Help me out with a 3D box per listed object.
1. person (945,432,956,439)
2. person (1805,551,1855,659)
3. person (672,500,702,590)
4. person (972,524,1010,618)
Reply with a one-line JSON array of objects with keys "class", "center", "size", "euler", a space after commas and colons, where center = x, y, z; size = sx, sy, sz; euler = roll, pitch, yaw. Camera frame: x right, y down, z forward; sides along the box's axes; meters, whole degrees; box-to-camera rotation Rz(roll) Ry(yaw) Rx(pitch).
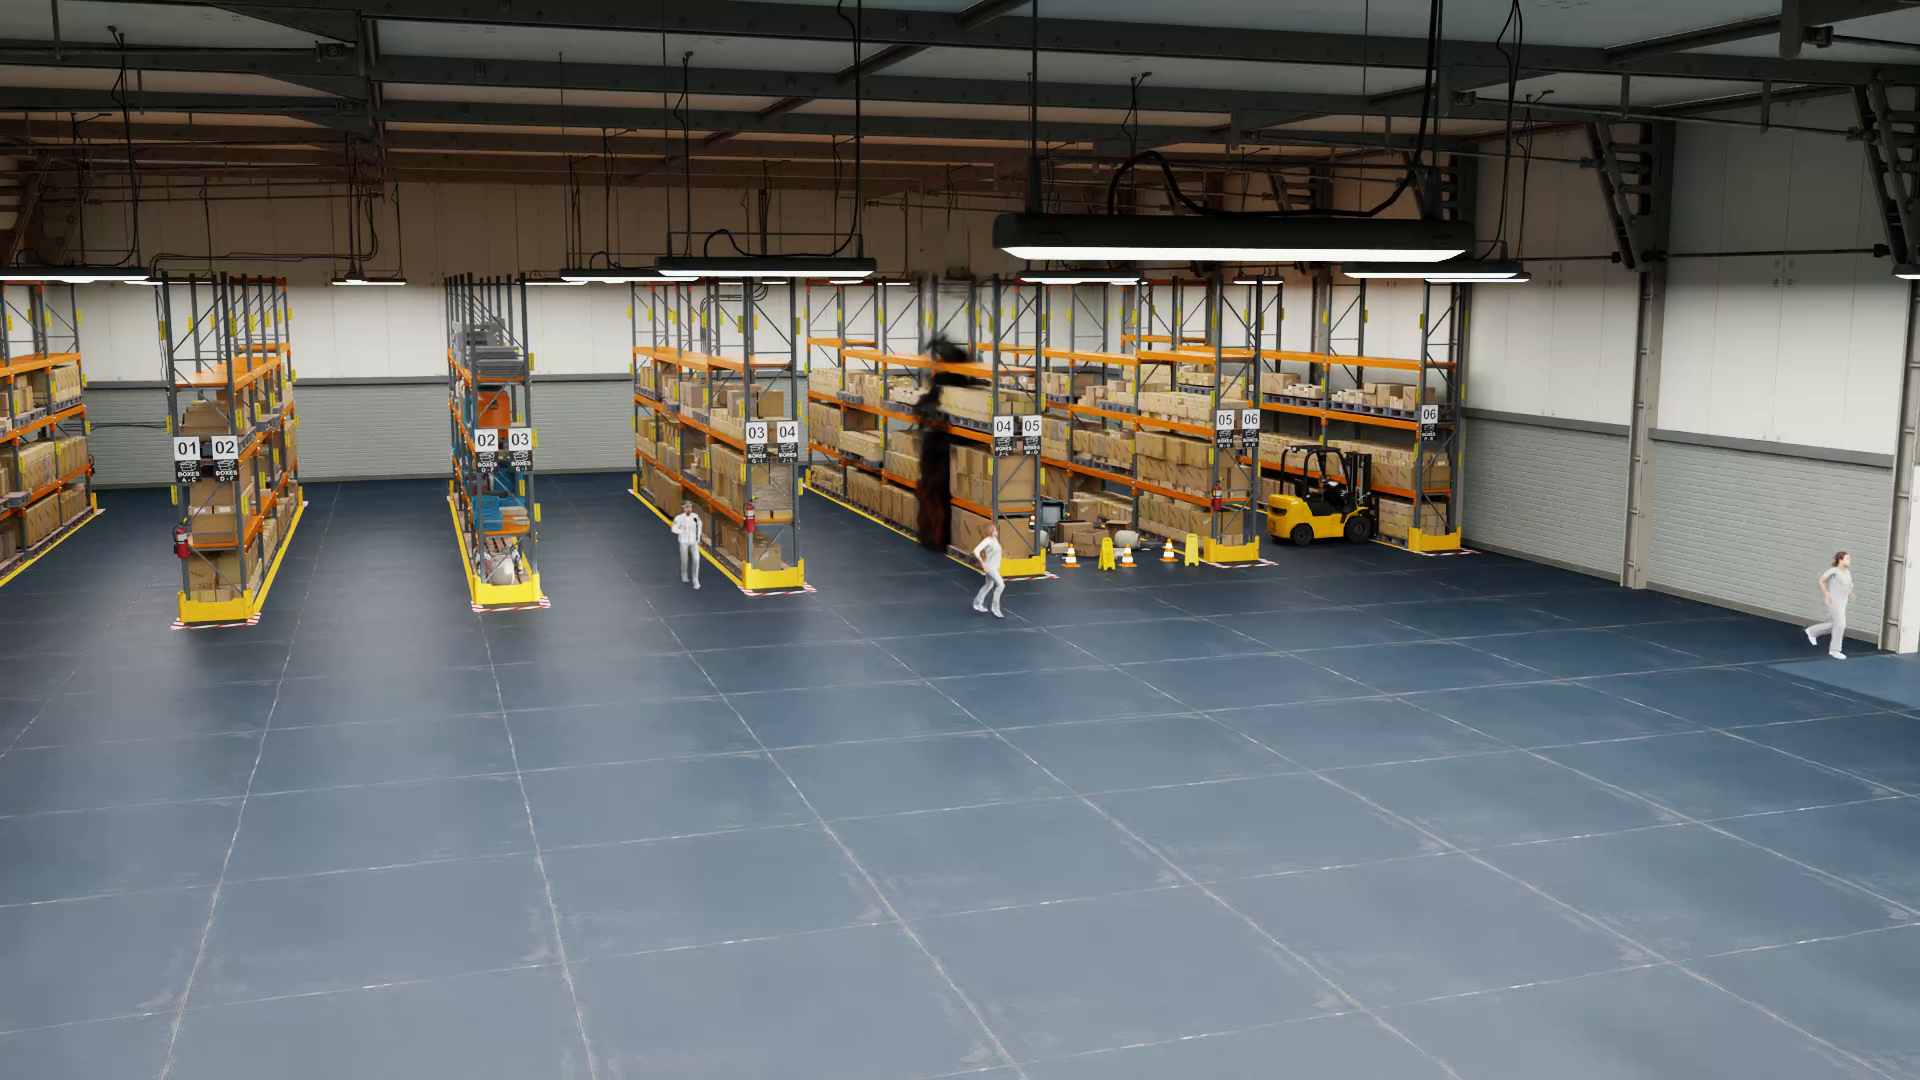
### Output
[{"class": "person", "center": [-0.277, -2.821, 51.207], "size": [0.553, 1.685, 0.693], "euler": [-1, 9, -8]}, {"class": "person", "center": [13.792, 0.990, 26.242], "size": [0.602, 1.650, 0.795], "euler": [-4, 10, -27]}, {"class": "person", "center": [-5.259, 0.069, 32.115], "size": [0.630, 1.725, 0.808], "euler": [-3, 9, -20]}, {"class": "person", "center": [0.545, 0.540, 29.209], "size": [0.710, 1.641, 0.505], "euler": [3, 9, 17]}]
